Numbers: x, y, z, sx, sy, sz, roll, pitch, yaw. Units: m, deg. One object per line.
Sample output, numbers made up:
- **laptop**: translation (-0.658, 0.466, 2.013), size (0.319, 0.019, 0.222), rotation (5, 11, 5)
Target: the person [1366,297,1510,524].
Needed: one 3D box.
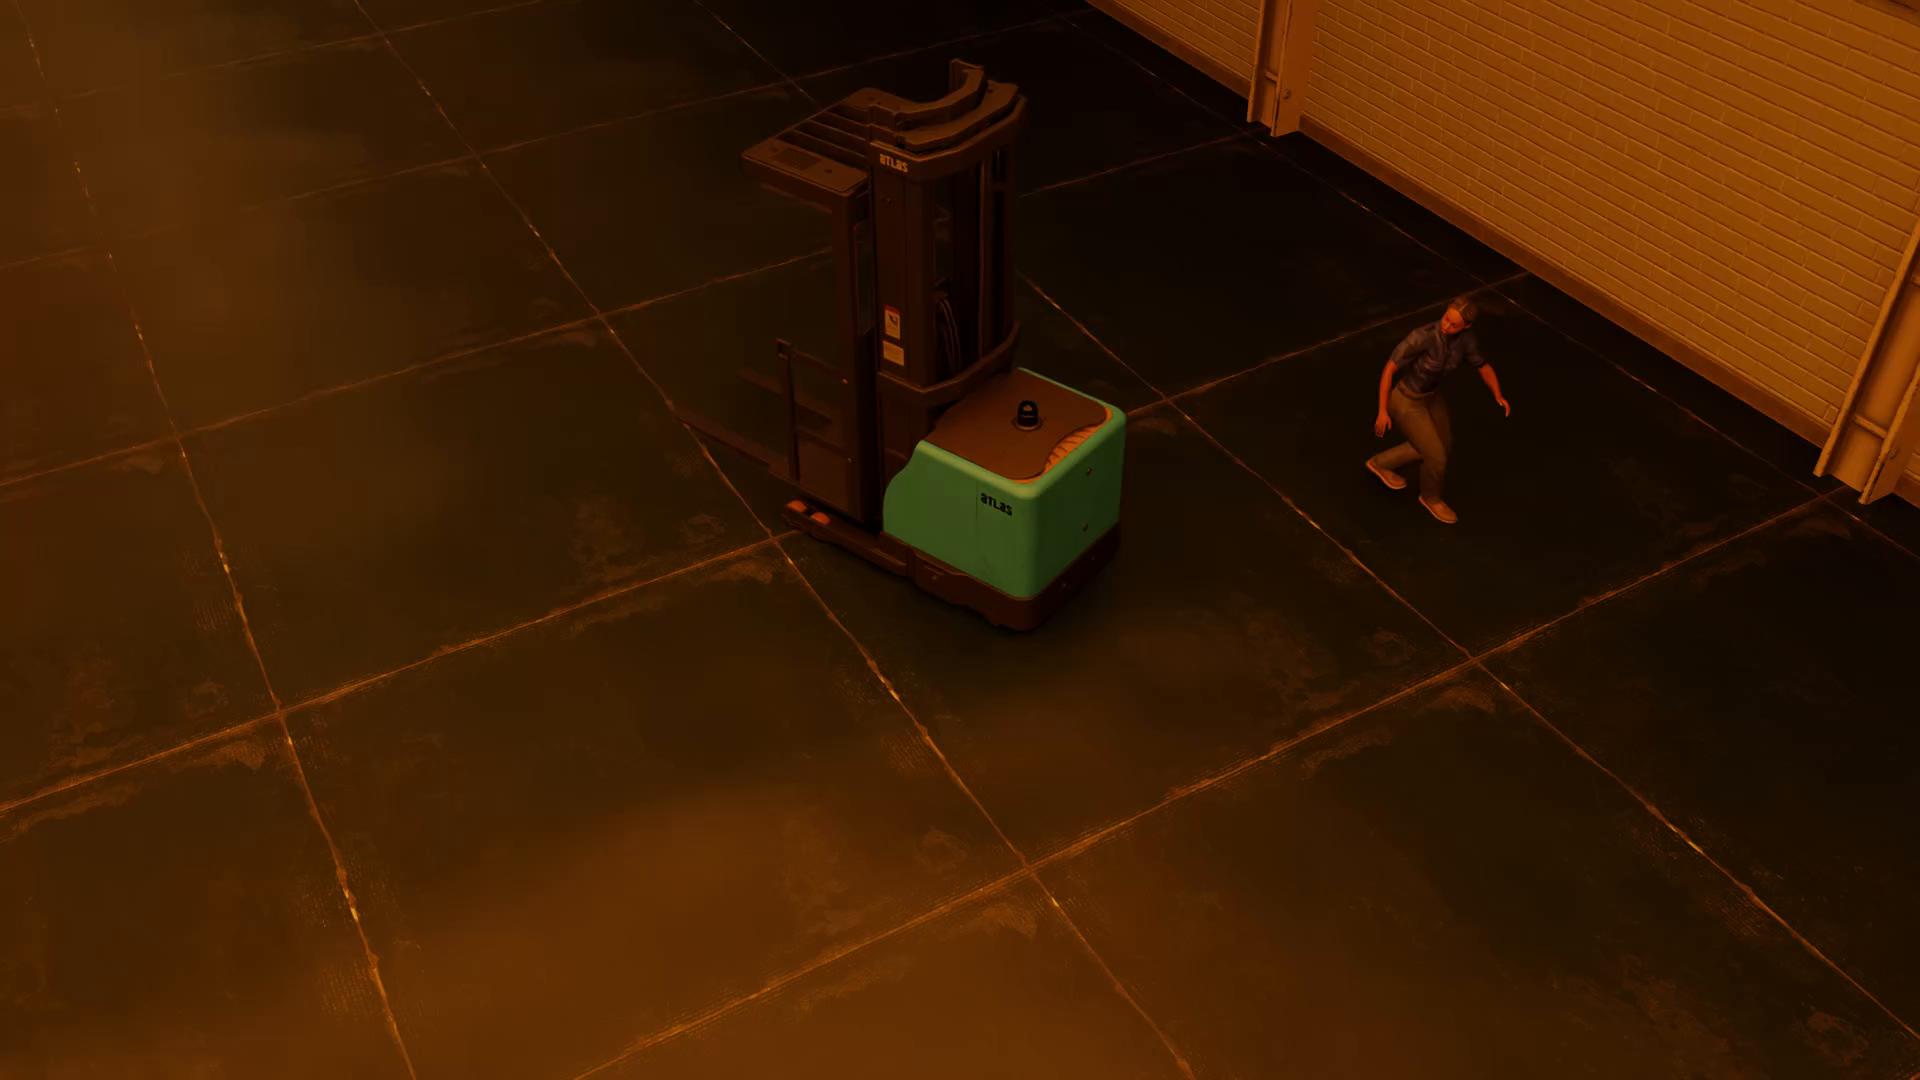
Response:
- **person**: translation (2.853, -0.762, 10.068), size (0.799, 1.530, 0.820), rotation (-29, 47, -30)

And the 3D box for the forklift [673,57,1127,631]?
- **forklift**: translation (-0.501, -1.376, 9.695), size (3.031, 2.935, 1.130), rotation (26, 46, 28)
